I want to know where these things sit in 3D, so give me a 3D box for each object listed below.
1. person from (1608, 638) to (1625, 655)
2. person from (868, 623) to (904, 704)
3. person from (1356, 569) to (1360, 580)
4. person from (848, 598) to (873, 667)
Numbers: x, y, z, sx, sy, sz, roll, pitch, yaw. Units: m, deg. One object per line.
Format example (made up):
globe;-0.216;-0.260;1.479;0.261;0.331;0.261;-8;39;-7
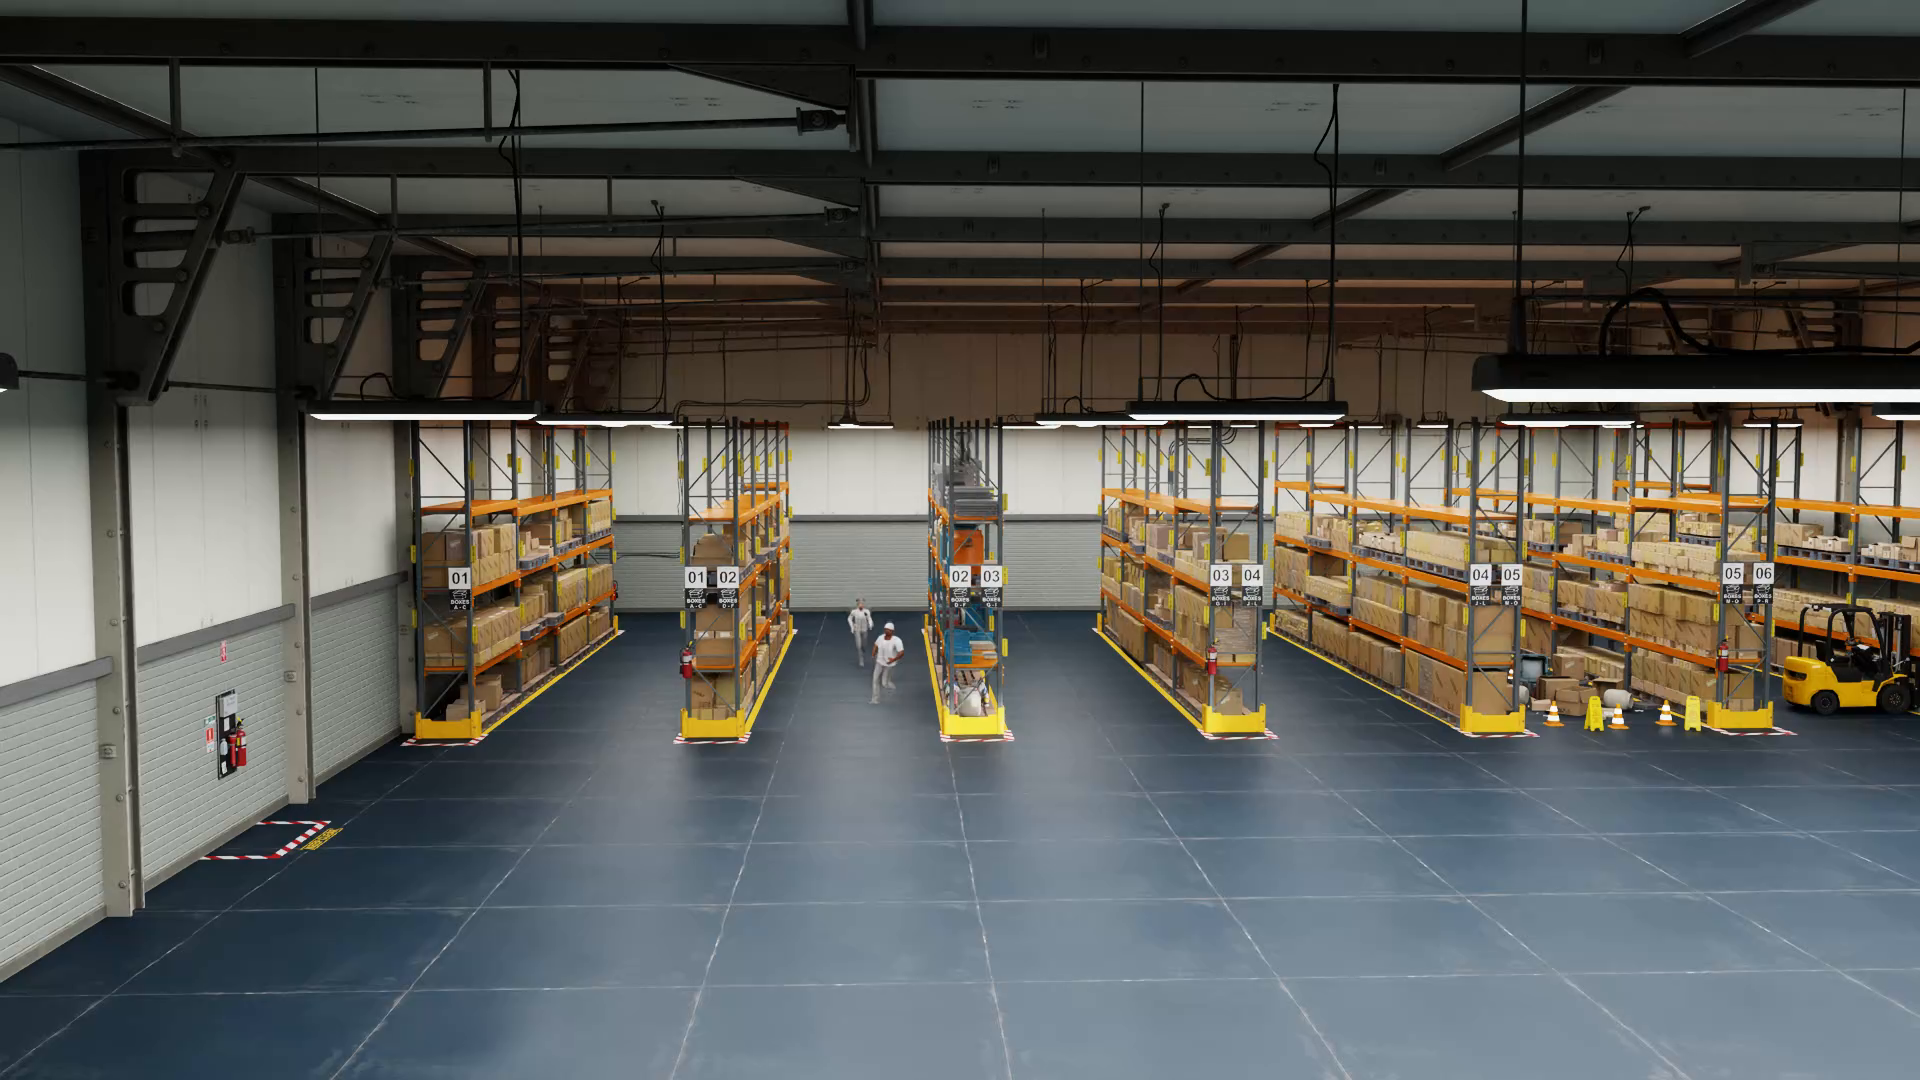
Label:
person;16.346;2.214;41.352;0.587;1.636;0.837;0;4;-5
person;-1.532;2.585;34.882;0.753;1.717;0.823;2;4;25
person;11.763;1.671;49.266;0.754;1.618;0.609;0;4;-8
person;-2.453;2.238;40.889;0.603;1.669;0.784;-1;4;-11
